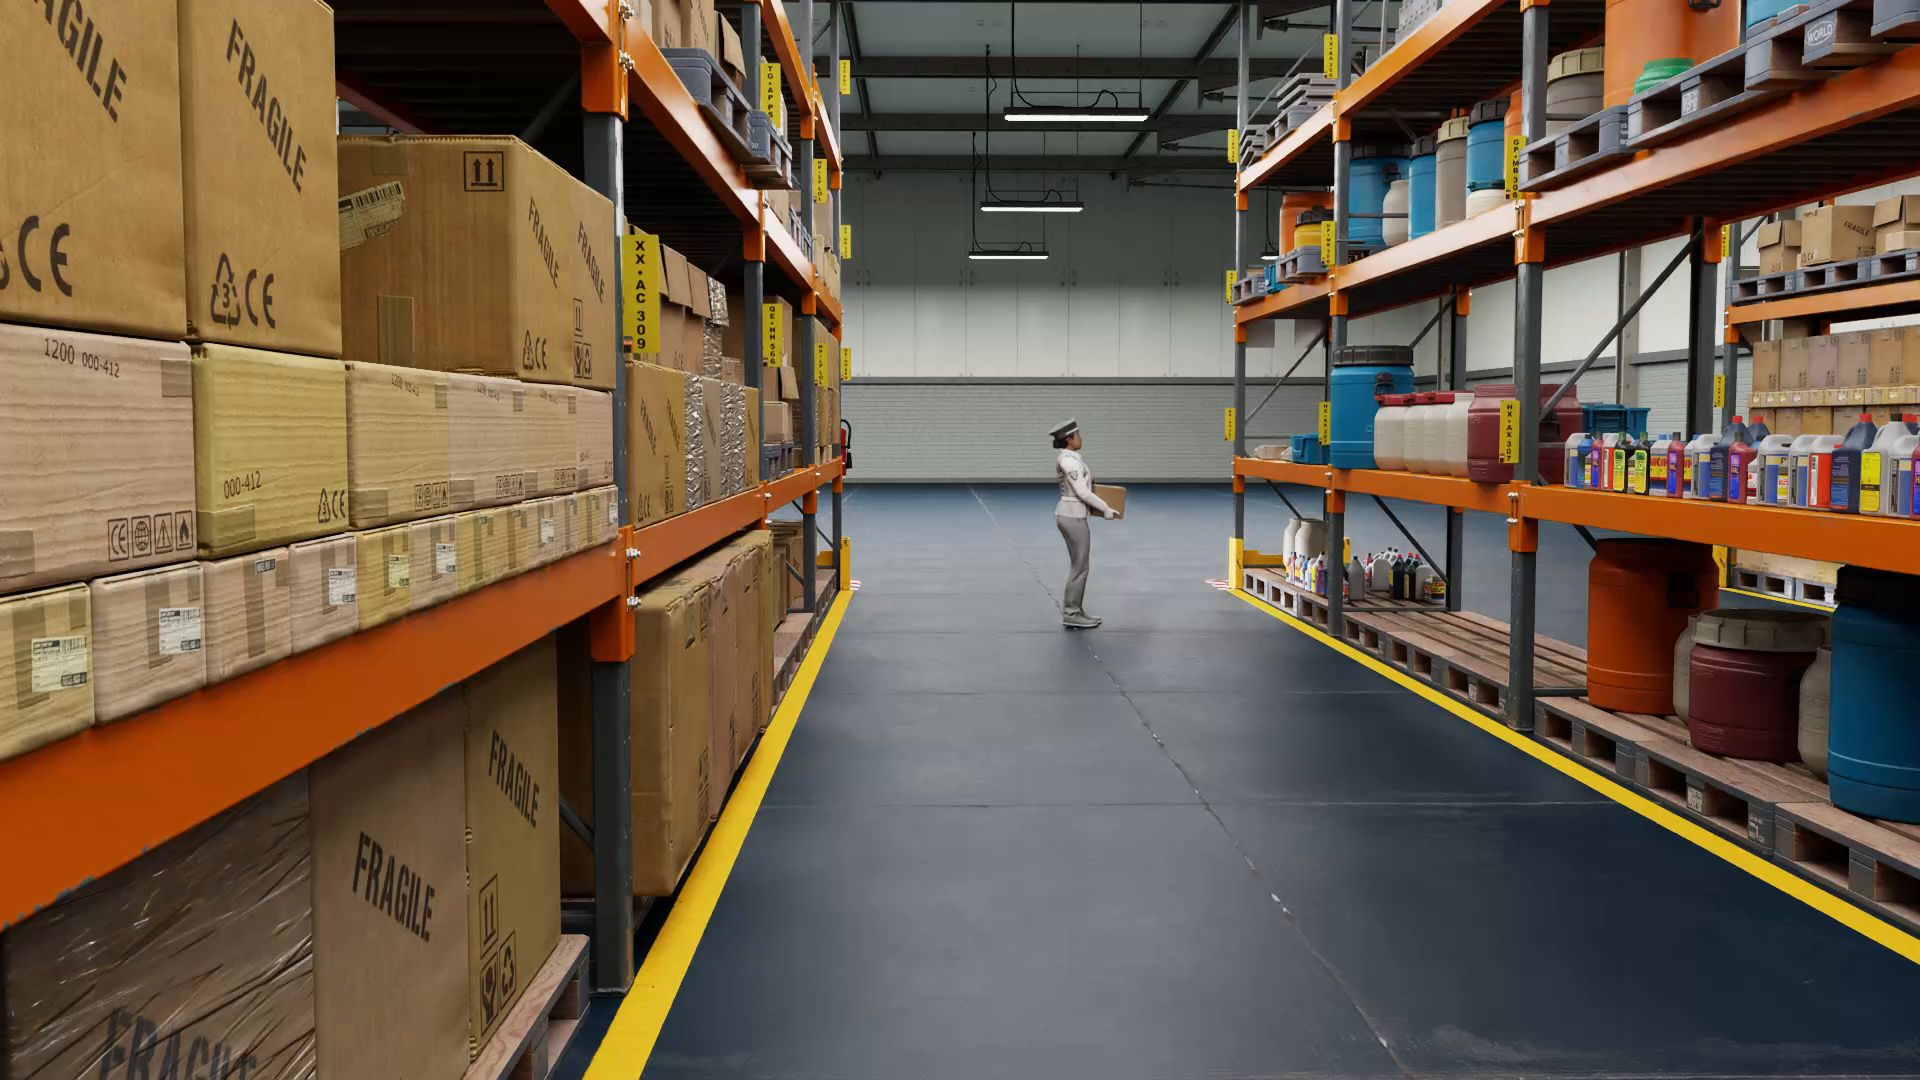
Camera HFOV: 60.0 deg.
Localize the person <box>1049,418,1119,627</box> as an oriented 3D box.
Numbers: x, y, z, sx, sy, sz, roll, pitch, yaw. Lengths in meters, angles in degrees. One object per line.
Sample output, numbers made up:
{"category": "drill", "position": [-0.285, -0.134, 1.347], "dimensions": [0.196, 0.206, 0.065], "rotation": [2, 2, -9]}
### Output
{"category": "person", "position": [0.997, -0.148, 13.482], "dimensions": [0.562, 1.687, 0.461], "rotation": [0, 4, -1]}
